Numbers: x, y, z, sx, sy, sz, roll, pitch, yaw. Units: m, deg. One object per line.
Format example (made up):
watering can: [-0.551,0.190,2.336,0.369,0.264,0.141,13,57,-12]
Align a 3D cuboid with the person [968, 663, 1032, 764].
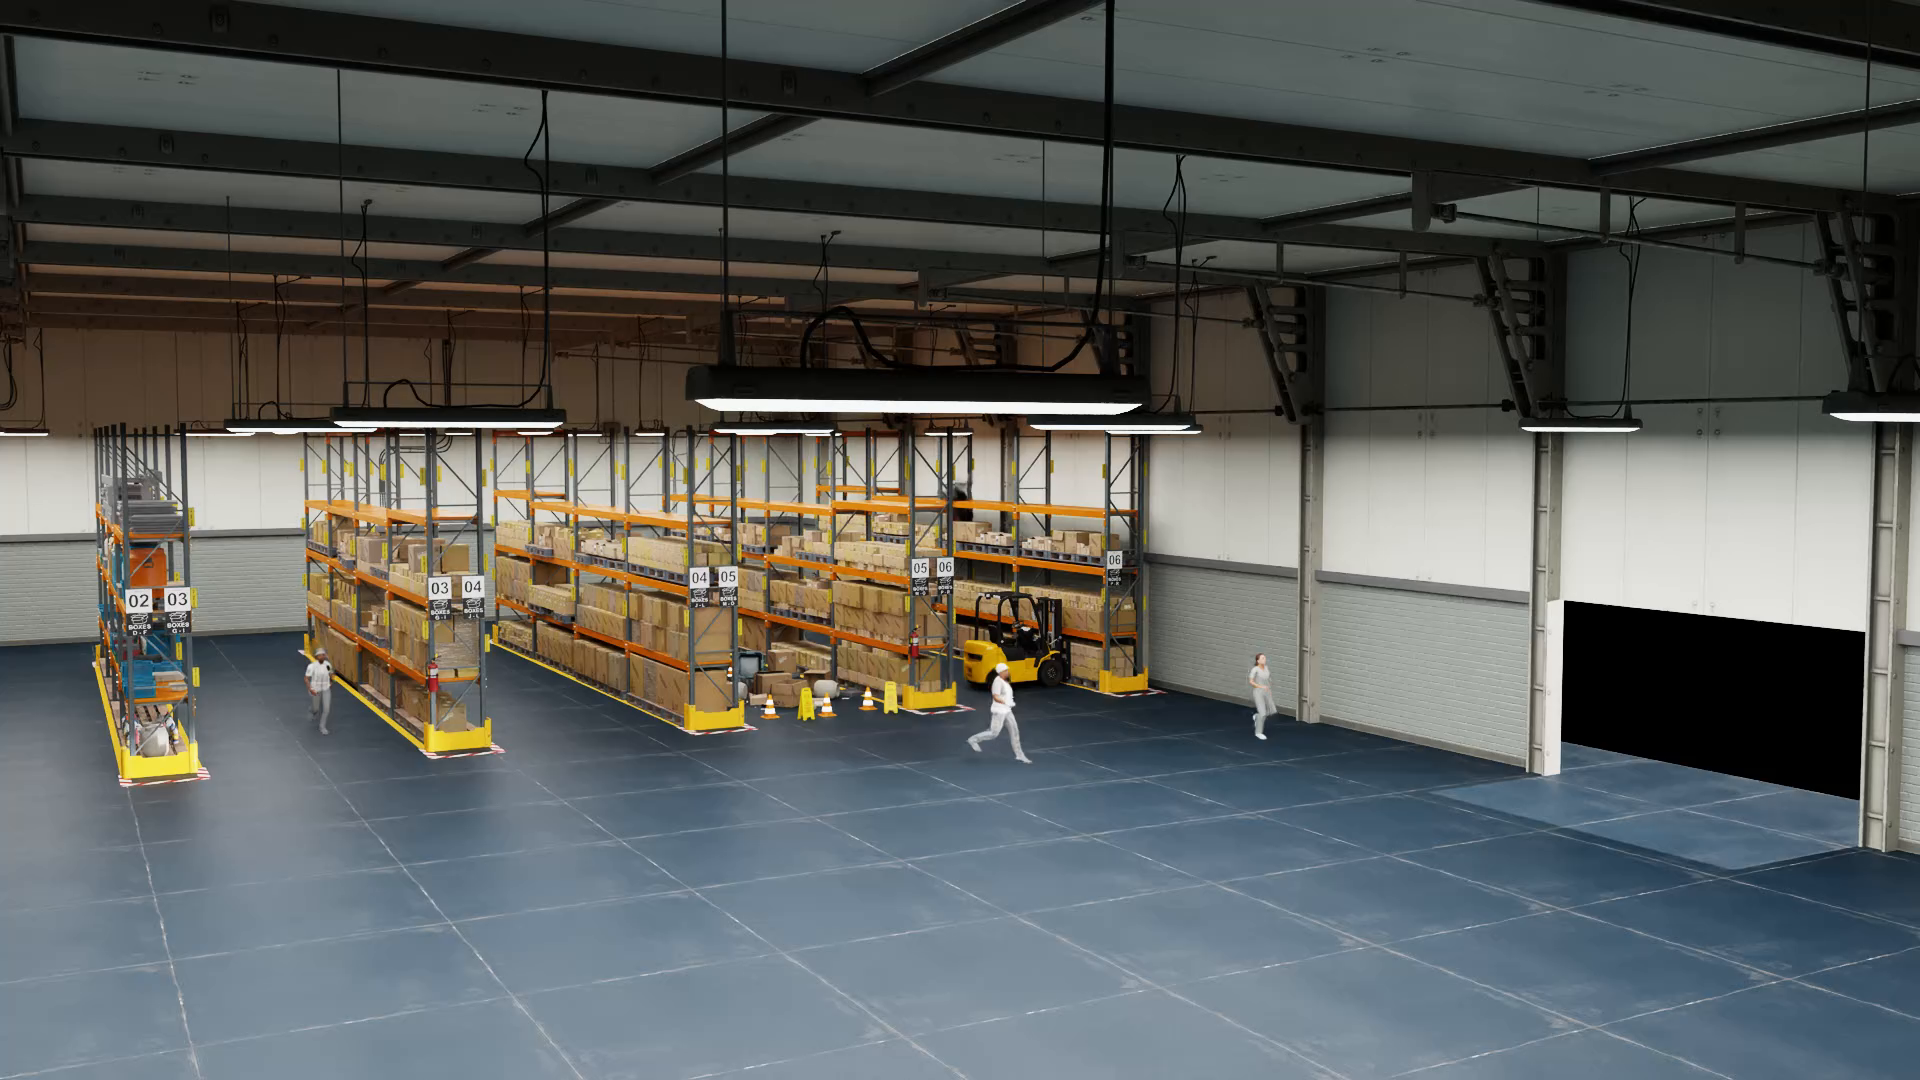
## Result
person: [0.700,3.062,29.429,1.160,1.781,0.648,1,4,22]

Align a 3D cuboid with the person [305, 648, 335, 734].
person: [-12.535,2.932,32.613,0.573,1.652,0.639,-2,4,-32]

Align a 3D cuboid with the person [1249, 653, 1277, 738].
person: [5.788,2.978,31.891,0.601,1.636,0.578,-2,4,-35]
